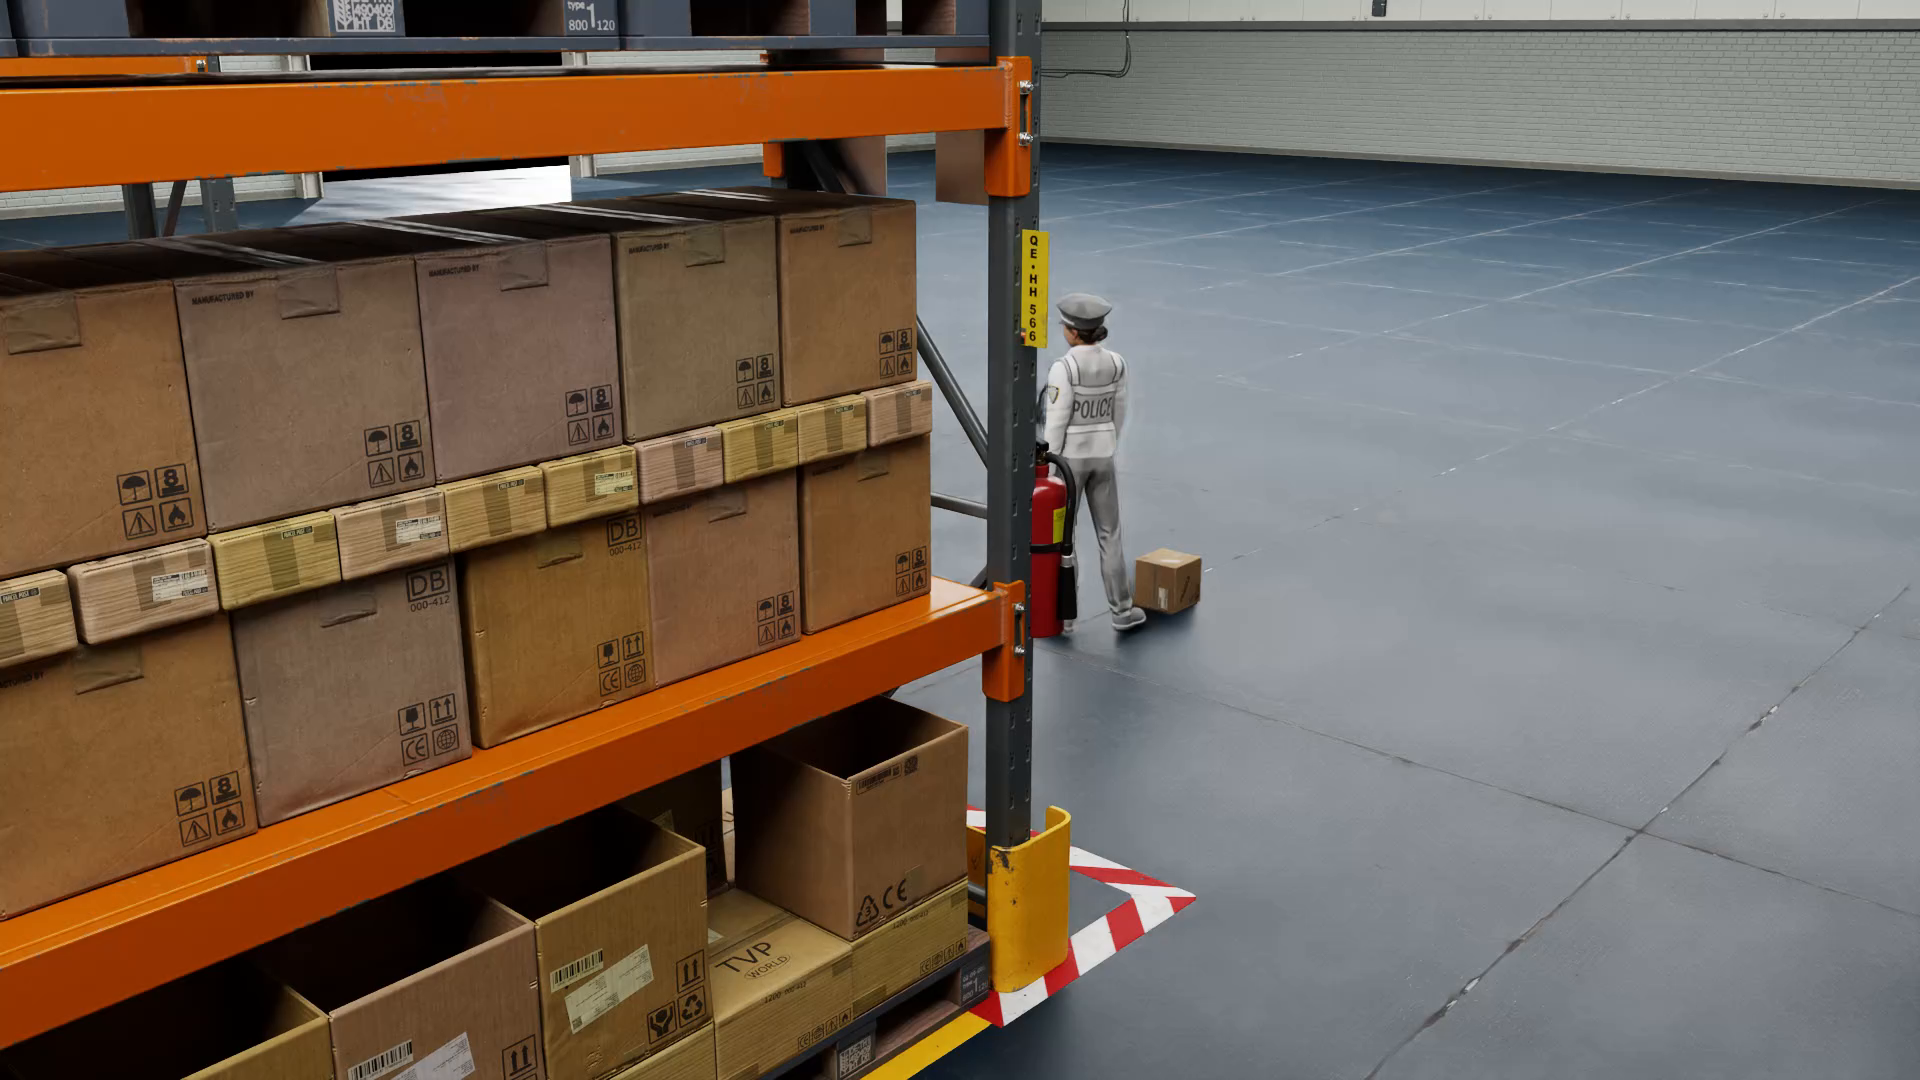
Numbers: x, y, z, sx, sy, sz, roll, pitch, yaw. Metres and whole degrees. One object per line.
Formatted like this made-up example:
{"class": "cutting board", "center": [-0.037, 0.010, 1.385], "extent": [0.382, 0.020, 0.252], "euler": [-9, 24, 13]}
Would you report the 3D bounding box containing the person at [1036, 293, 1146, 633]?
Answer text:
{"class": "person", "center": [0.644, -0.361, 8.163], "extent": [0.608, 1.685, 0.421], "euler": [-9, 19, -28]}
